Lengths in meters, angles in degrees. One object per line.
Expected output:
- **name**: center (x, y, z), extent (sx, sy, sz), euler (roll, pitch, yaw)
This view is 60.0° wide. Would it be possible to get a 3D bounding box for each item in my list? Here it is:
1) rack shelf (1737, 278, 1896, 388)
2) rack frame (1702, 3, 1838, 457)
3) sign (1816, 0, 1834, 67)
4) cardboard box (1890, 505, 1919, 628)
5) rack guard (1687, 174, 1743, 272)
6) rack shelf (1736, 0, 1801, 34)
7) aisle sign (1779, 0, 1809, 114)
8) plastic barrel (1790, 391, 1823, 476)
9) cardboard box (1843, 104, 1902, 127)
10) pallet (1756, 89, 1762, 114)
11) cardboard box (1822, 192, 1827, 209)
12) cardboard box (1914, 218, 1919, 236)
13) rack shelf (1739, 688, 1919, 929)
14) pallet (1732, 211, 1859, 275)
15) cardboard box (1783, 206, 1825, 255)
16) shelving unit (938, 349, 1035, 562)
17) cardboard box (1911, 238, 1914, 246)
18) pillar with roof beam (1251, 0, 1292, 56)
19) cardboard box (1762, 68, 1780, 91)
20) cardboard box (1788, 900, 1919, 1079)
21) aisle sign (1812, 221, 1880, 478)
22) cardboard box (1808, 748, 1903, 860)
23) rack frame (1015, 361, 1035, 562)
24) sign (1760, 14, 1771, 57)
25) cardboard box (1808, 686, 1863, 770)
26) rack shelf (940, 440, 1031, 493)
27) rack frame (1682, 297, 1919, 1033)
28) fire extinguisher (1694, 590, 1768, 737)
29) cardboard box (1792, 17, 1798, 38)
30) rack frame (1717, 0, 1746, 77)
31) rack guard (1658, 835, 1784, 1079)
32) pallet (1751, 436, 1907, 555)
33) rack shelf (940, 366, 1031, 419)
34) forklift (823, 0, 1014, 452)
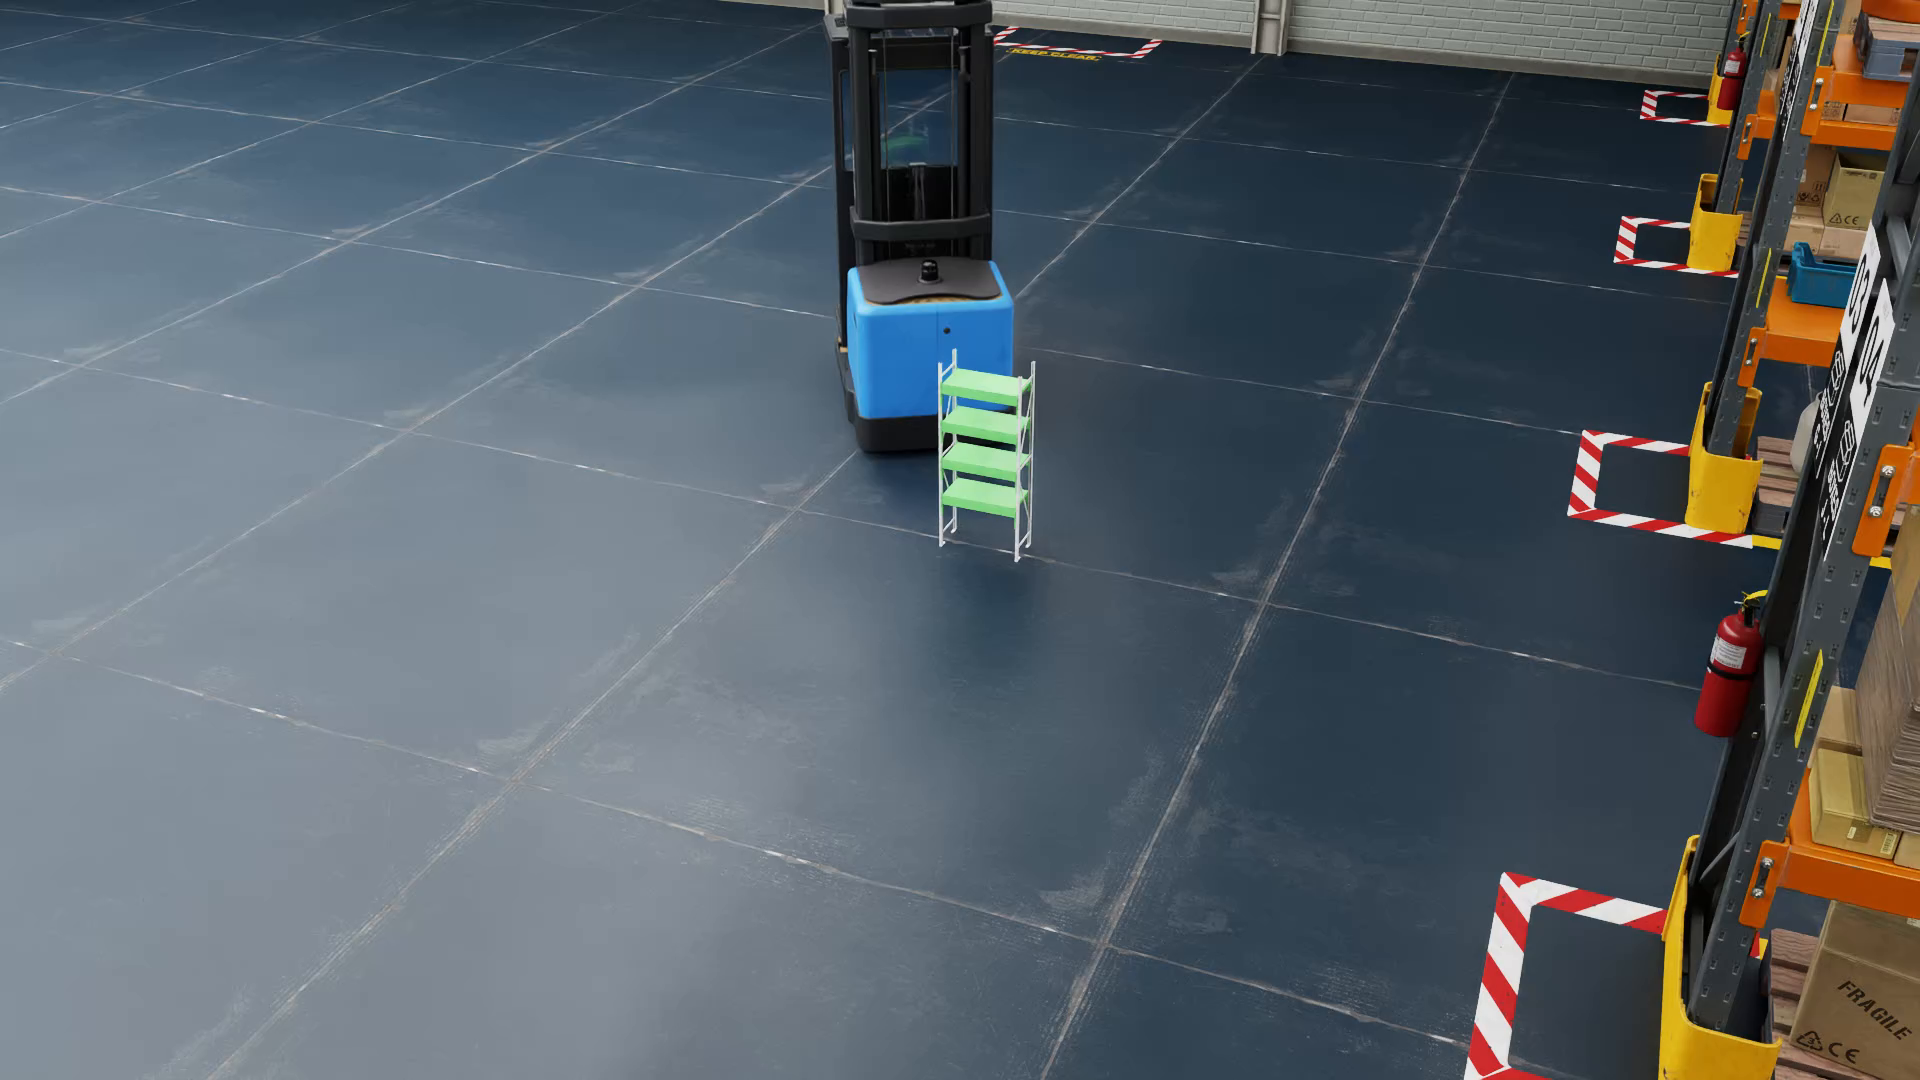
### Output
- **rack shelf**: center (6.640, -0.936, 9.501), extent (4.000, 0.370, 1.077), euler (11, 31, 19)
- **rack frame**: center (4.787, -1.620, 9.978), extent (0.127, 3.000, 1.000), euler (11, 31, 19)
- **sign**: center (4.576, -2.679, 8.796), extent (0.005, 0.325, 0.100), euler (11, 31, 19)
- **cardboard box**: center (3.527, 0.020, 5.658), extent (0.500, 0.500, 0.500), euler (11, 31, 19)
- **rack guard**: center (6.630, -2.794, 14.596), extent (0.348, 0.500, 1.175), euler (11, 31, 19)
- **rack shelf**: center (10.365, -5.454, 17.493), extent (4.000, 0.370, 1.077), euler (11, 31, 19)
- **aisle sign**: center (4.832, -2.900, 9.602), extent (0.004, 0.787, 0.394), euler (11, 31, 19)
- **plastic barrel**: center (5.425, -0.632, 10.333), extent (0.421, 0.512, 0.421), euler (0, 29, 0)
- **cardboard box**: center (7.569, -3.734, 13.617), extent (0.500, 0.500, 0.700), euler (12, 32, 20)
- **pallet**: center (9.321, -4.742, 18.337), extent (1.213, 0.211, 1.003), euler (11, 31, 19)
- **cardboard box**: center (7.728, -2.812, 14.455), extent (0.500, 0.250, 0.500), euler (11, 31, 19)
- **cardboard box**: center (7.998, -2.811, 13.691), extent (0.500, 0.500, 0.500), euler (11, 31, 19)
- **rack shelf**: center (4.778, 1.322, 5.505), extent (4.000, 0.370, 1.077), euler (11, 31, 19)
- **pallet**: center (7.377, -2.541, 14.443), extent (1.213, 0.211, 1.003), euler (11, 31, 19)
- **cardboard box**: center (7.066, -2.663, 14.191), extent (0.500, 0.250, 0.500), euler (11, 31, 19)
- **shelving unit**: center (0.153, -0.492, 9.812), extent (0.503, 1.200, 0.258), euler (11, 31, 19)
- **cardboard box**: center (7.994, -2.479, 13.867), extent (0.500, 0.250, 0.500), euler (11, 31, 19)
- **pillar with roof beam**: center (2.307, -8.161, 15.454), extent (0.400, 9.000, 9.100), euler (11, 31, 19)
- **cardboard box**: center (9.119, -4.989, 18.225), extent (0.500, 0.311, 0.500), euler (8, 30, 13)
- **cardboard box**: center (3.497, 1.667, 6.277), extent (0.500, 0.500, 0.500), euler (18, 34, 28)
- **aisle sign**: center (2.980, -0.641, 5.605), extent (0.004, 0.787, 0.394), euler (11, 31, 19)
- **cardboard box**: center (3.099, 0.910, 5.759), extent (0.250, 0.149, 0.380), euler (11, 31, 19)
- **rack frame**: center (0.379, -0.447, 9.732), extent (0.015, 1.200, 0.240), euler (11, 31, 19)
- **sign**: center (6.438, -4.037, 13.295), extent (0.005, 0.325, 0.100), euler (11, 31, 19)
- **cardboard box**: center (3.266, 0.707, 6.118), extent (0.250, 0.149, 0.380), euler (11, 31, 19)
- **rack shelf**: center (0.153, -0.436, 9.843), extent (0.480, 0.148, 0.258), euler (11, 31, 19)
- **rack frame**: center (2.924, 0.639, 5.983), extent (0.127, 3.000, 1.000), euler (11, 31, 19)
- **fire extinguisher**: center (2.992, 0.441, 6.411), extent (0.183, 0.674, 0.296), euler (11, 31, 19)
- **cardboard box**: center (7.078, -4.220, 13.817), extent (0.250, 0.149, 0.380), euler (11, 31, 18)
- **rack frame**: center (8.511, -6.137, 17.970), extent (0.127, 3.000, 1.000), euler (11, 31, 19)
- **rack guard**: center (2.995, 1.741, 6.573), extent (0.348, 0.500, 1.175), euler (11, 31, 19)
- **pallet**: center (5.625, -0.260, 10.407), extent (1.213, 0.211, 1.003), euler (11, 31, 19)
- **rack shelf**: center (0.153, -0.854, 9.607), extent (0.480, 0.148, 0.258), euler (11, 31, 19)
- **forklift**: center (-0.353, -2.567, 11.724), extent (1.130, 2.935, 3.031), euler (-4, 30, -7)
